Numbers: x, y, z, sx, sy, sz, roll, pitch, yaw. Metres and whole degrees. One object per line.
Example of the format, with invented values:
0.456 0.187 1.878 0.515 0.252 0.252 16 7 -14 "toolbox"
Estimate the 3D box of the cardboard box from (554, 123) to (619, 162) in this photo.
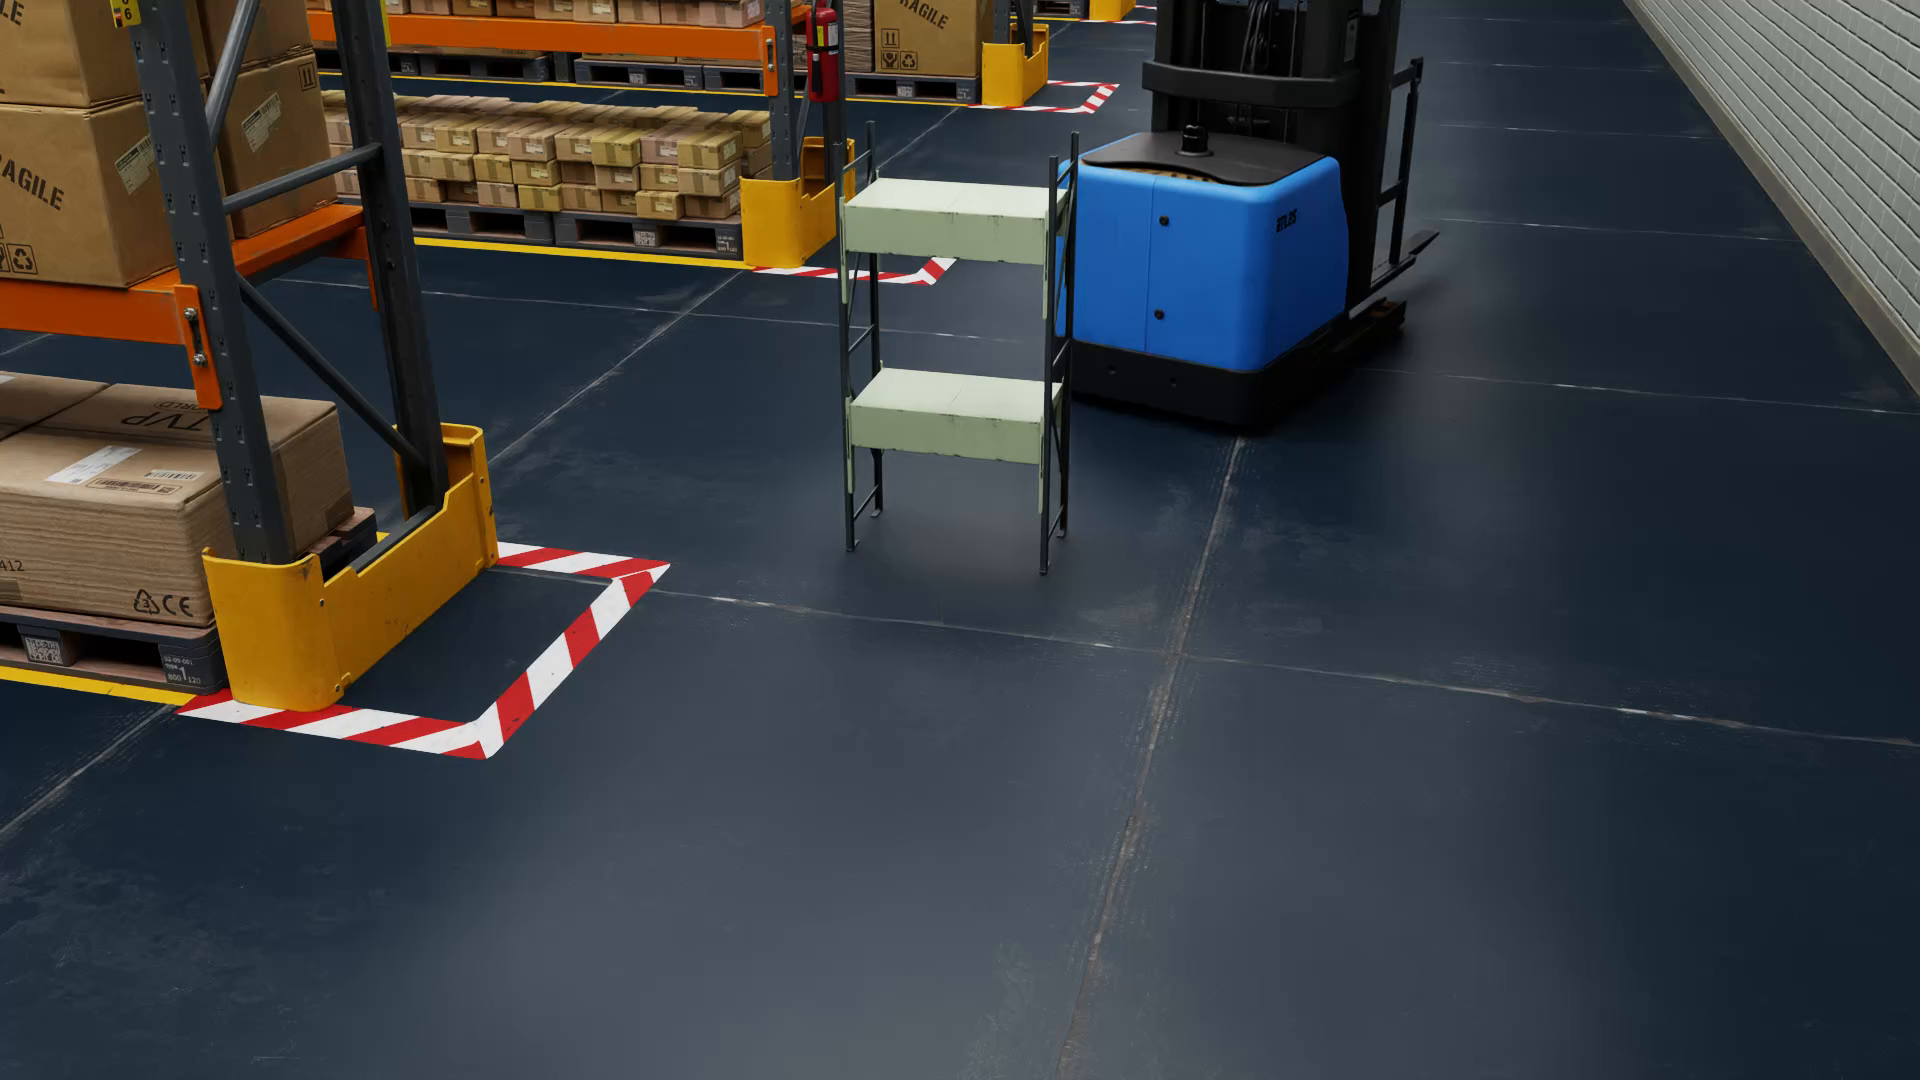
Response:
-2.199 -2.353 9.839 0.250 0.149 0.380 5 26 11 "cardboard box"

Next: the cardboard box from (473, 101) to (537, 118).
-2.846 -2.640 10.441 0.250 0.149 0.380 6 26 13 "cardboard box"

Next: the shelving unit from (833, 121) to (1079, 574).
-0.006 -0.678 5.929 0.755 1.500 0.431 6 26 13 "shelving unit"

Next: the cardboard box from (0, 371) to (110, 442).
-3.564 -0.236 5.748 0.875 0.438 0.875 7 26 14 "cardboard box"

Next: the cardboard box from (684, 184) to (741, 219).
-1.438 -2.023 9.838 0.250 0.149 0.380 7 26 14 "cardboard box"

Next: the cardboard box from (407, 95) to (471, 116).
-3.324 -2.736 10.642 0.250 0.149 0.380 5 26 10 "cardboard box"

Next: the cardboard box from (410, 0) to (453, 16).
-2.999 -3.170 9.710 0.250 0.149 0.380 7 26 15 "cardboard box"

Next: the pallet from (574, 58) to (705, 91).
-2.701 -4.261 14.954 1.213 0.211 1.003 6 26 13 "pallet"

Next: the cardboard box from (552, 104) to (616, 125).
-2.336 -2.605 10.369 0.250 0.149 0.380 7 26 15 "cardboard box"

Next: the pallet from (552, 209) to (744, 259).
-1.728 -2.002 10.210 1.213 0.211 1.003 6 26 13 "pallet"

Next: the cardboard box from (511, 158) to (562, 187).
-2.467 -2.231 9.928 0.250 0.149 0.380 7 26 14 "cardboard box"

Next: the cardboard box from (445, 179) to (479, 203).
-2.938 -2.191 10.191 0.250 0.149 0.380 7 26 14 "cardboard box"

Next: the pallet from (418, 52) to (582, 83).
-4.184 -4.426 15.301 1.213 0.211 1.003 6 26 13 "pallet"

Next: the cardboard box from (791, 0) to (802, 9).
-1.109 -3.209 9.793 0.250 0.149 0.380 6 26 13 "cardboard box"

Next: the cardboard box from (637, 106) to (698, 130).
-1.809 -2.580 10.315 0.250 0.149 0.380 6 26 13 "cardboard box"

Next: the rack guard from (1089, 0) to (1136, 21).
1.716 -6.142 18.569 0.348 0.500 1.175 6 26 13 "rack guard"

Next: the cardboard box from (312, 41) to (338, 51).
-5.767 -5.111 15.479 0.875 0.875 1.225 6 26 13 "cardboard box"

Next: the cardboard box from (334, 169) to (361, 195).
-3.708 -2.269 10.355 0.250 0.149 0.380 6 26 12 "cardboard box"

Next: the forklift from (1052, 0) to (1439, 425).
1.613 -2.401 7.884 1.130 2.935 3.031 15 29 29 "forklift"

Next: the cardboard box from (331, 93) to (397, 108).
-3.841 -2.786 10.749 0.250 0.149 0.380 6 26 13 "cardboard box"

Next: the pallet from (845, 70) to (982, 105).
-0.337 -3.999 14.405 1.213 0.211 1.003 6 26 13 "pallet"

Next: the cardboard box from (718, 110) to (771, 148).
-1.300 -2.520 10.189 0.250 0.149 0.380 5 26 11 "cardboard box"

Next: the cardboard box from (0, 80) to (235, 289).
-2.545 -1.066 4.884 0.500 0.500 0.500 6 26 13 "cardboard box"

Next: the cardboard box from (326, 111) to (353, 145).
-3.701 -2.548 10.249 0.250 0.149 0.380 6 26 12 "cardboard box"

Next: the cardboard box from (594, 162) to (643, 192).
-1.963 -2.181 9.823 0.250 0.149 0.380 5 26 11 "cardboard box"

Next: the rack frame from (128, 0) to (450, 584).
-2.012 -1.080 5.029 0.127 3.000 1.000 6 26 13 "rack frame"

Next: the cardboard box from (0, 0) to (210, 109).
-2.538 -1.529 4.692 0.500 0.500 0.500 7 26 15 "cardboard box"

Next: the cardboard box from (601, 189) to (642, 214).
-1.947 -2.073 9.942 0.250 0.149 0.380 6 26 13 "cardboard box"

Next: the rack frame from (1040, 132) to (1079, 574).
0.348 -0.639 5.847 0.023 1.500 0.400 6 26 13 "rack frame"

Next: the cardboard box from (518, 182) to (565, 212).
-2.452 -2.095 9.989 0.250 0.149 0.380 5 26 11 "cardboard box"

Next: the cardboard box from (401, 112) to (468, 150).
-3.191 -2.492 10.131 0.250 0.149 0.380 5 26 11 "cardboard box"

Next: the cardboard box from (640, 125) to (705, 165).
-1.682 -2.324 9.779 0.250 0.149 0.380 7 26 14 "cardboard box"

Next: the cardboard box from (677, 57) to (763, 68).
-1.927 -4.664 14.539 0.875 0.875 0.875 6 26 13 "cardboard box"

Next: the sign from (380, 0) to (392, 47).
-1.868 -1.737 5.309 0.005 0.325 0.100 6 26 13 "sign"

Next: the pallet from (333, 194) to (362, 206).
-4.091 -2.263 10.759 1.213 0.211 1.003 6 26 13 "pallet"

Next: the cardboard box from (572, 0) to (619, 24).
-1.994 -3.036 9.429 0.250 0.149 0.380 7 26 14 "cardboard box"

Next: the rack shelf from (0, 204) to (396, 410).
-3.949 -0.969 5.633 4.000 0.370 1.077 6 26 13 "rack shelf"

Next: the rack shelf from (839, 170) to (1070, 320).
-0.006 -1.030 5.761 0.720 0.370 0.431 6 26 13 "rack shelf"

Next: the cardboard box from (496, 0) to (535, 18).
-2.489 -3.130 9.627 0.250 0.149 0.380 5 26 11 "cardboard box"

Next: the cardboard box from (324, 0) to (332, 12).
-3.528 -3.210 9.796 0.250 0.149 0.380 7 26 14 "cardboard box"

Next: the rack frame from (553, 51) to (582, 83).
-3.418 -5.634 14.594 0.127 3.000 1.000 6 26 13 "rack frame"

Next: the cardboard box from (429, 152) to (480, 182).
-2.985 -2.284 10.040 0.250 0.149 0.380 7 26 14 "cardboard box"

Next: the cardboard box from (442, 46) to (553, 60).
-4.042 -4.924 15.087 0.875 0.875 1.225 6 26 13 "cardboard box"

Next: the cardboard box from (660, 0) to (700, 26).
-1.494 -2.997 9.349 0.250 0.149 0.380 6 26 13 "cardboard box"

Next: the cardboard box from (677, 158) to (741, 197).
-1.459 -2.126 9.708 0.250 0.149 0.380 6 26 12 "cardboard box"

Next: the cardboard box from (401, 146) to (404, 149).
-3.446 -2.374 10.229 0.250 0.149 0.380 8 26 15 "cardboard box"

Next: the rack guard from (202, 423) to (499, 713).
-1.988 0.051 5.560 0.348 0.500 1.175 6 26 13 "rack guard"

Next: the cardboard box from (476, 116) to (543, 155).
-2.701 -2.433 10.007 0.250 0.149 0.380 5 26 11 "cardboard box"

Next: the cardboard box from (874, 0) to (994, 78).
-0.183 -4.471 14.135 0.875 0.875 0.875 6 26 13 "cardboard box"
